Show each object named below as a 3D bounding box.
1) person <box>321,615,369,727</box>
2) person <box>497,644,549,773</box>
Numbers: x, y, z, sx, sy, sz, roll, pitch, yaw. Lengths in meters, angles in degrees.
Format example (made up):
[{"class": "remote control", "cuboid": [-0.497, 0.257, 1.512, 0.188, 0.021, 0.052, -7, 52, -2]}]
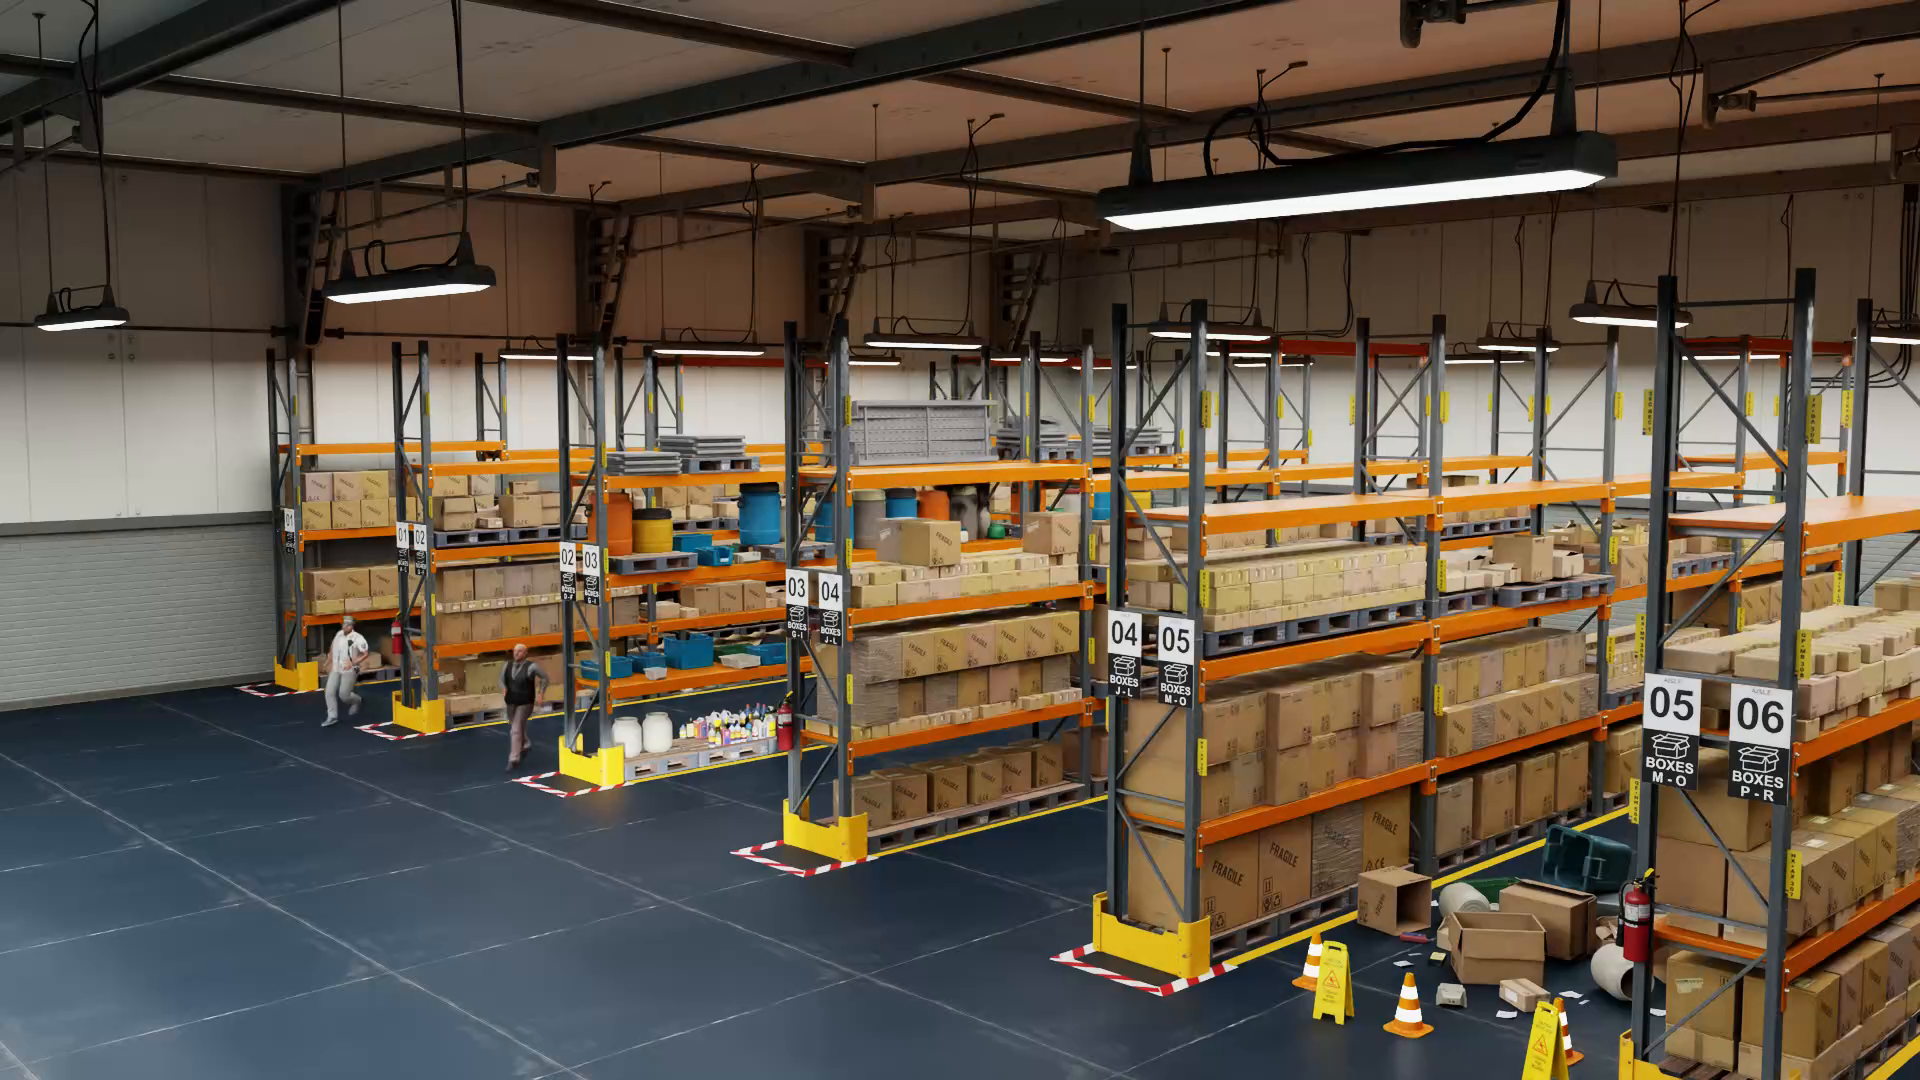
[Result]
[{"class": "person", "cuboid": [-9.663, 2.040, 26.244, 0.713, 1.745, 0.794, 1, 5, 15]}, {"class": "person", "cuboid": [-6.102, 2.306, 23.141, 0.670, 1.752, 0.841, 1, 5, 17]}]
